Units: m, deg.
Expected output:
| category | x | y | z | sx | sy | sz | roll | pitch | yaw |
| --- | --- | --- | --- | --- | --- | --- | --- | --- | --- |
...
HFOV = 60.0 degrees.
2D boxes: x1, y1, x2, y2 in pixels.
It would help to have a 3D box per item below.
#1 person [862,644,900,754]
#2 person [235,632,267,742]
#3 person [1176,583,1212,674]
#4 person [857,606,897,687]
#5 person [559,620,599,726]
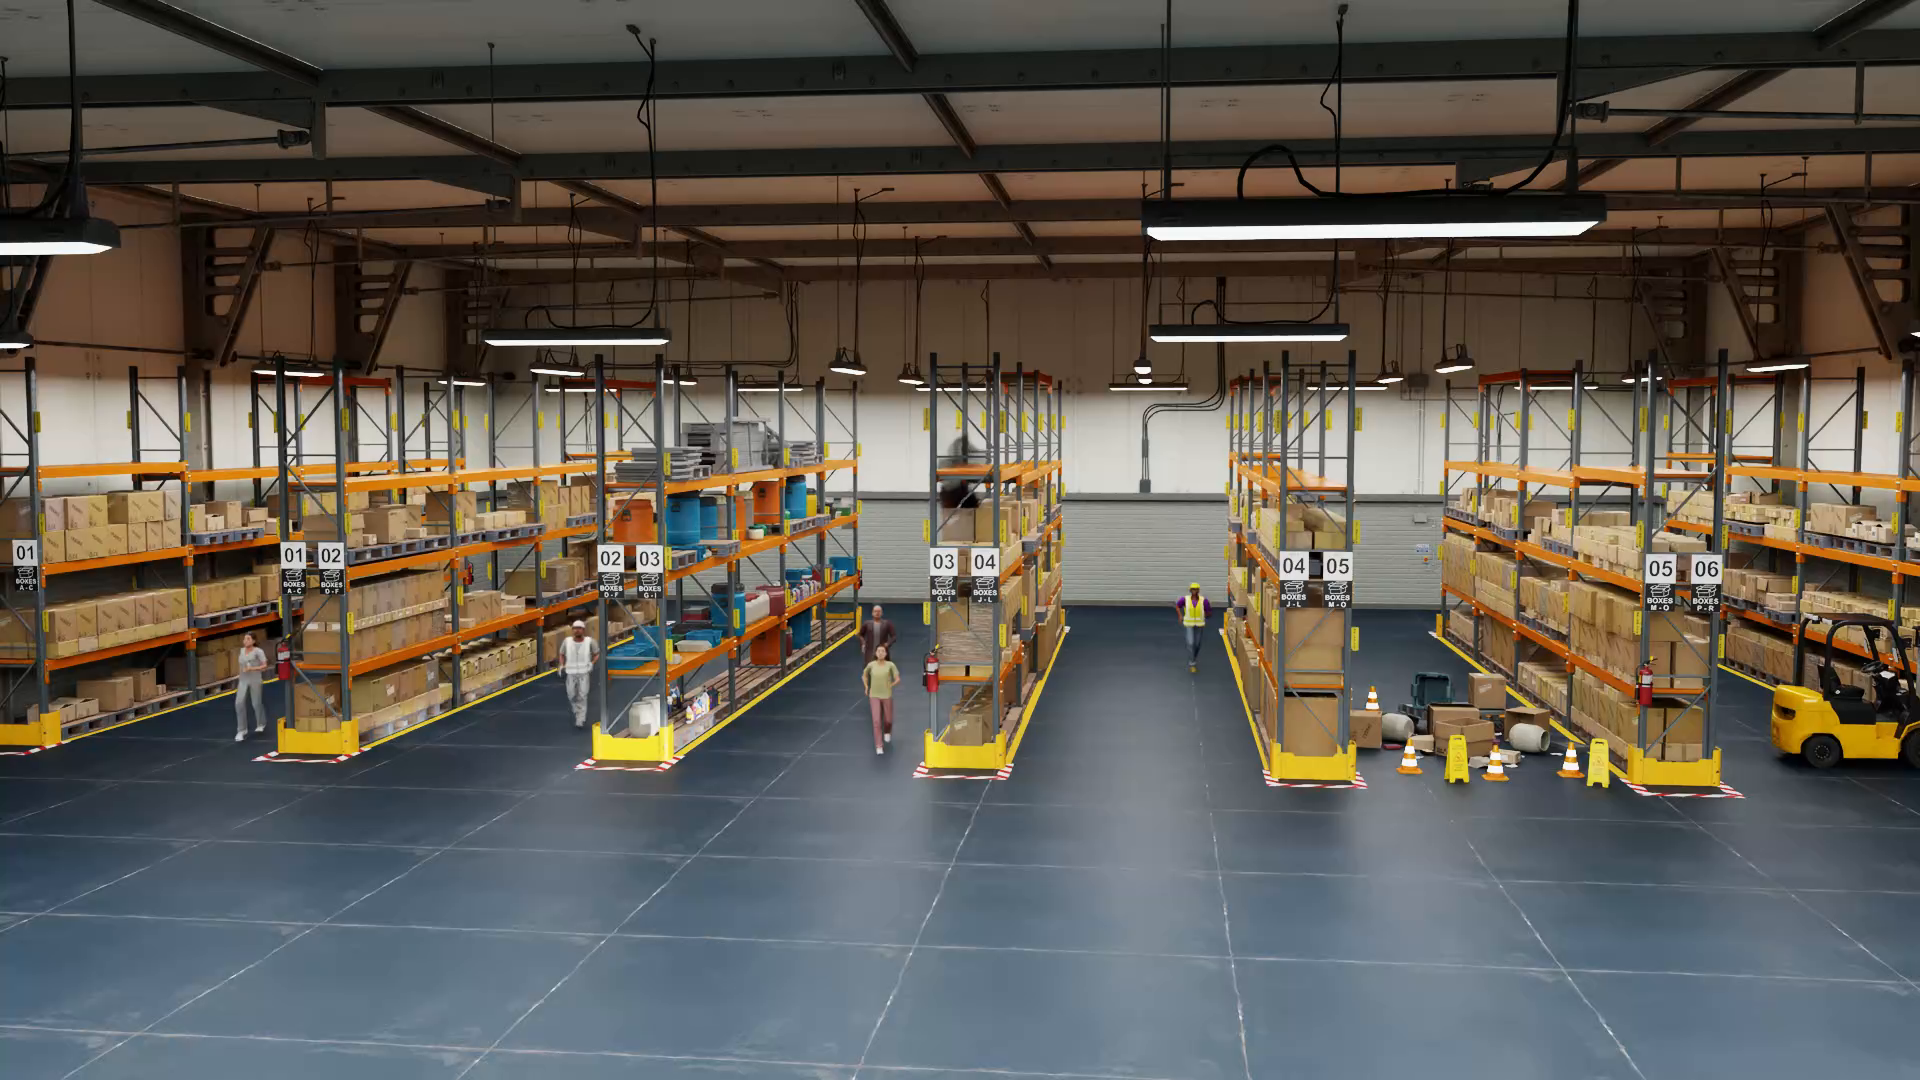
| category | x | y | z | sx | sy | sz | roll | pitch | yaw |
| --- | --- | --- | --- | --- | --- | --- | --- | --- | --- |
| person | -1.204 | 2.395 | 25.289 | 0.589 | 1.635 | 0.802 | 0 | 4 | 0 |
| person | -11.237 | 2.294 | 26.416 | 0.549 | 1.702 | 0.782 | 0 | 4 | 0 |
| person | 4.713 | 1.744 | 33.447 | 0.697 | 1.775 | 0.978 | 0 | 4 | 0 |
| person | -1.487 | 2.035 | 29.710 | 0.713 | 1.730 | 0.754 | 0 | 4 | -1 |
| person | -6.298 | 2.193 | 27.521 | 0.686 | 1.735 | 0.605 | 0 | 4 | -7 |
